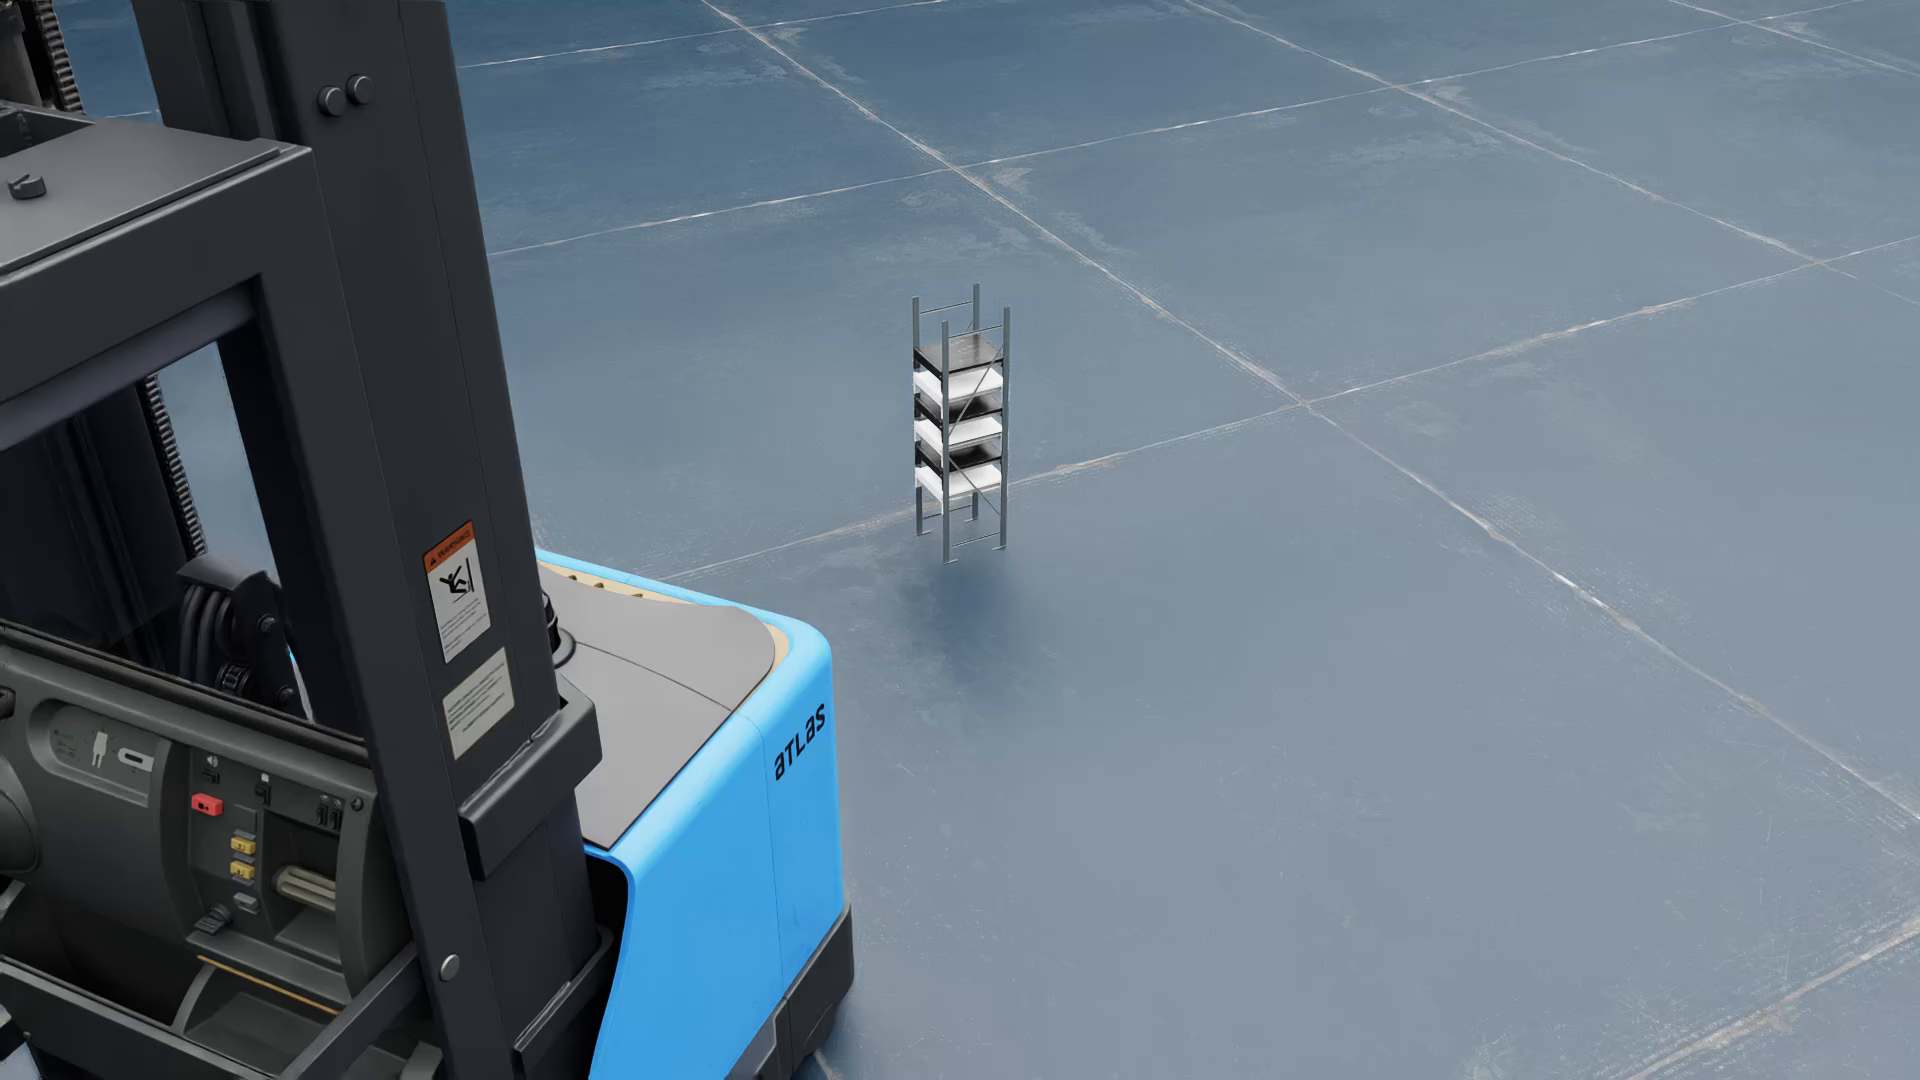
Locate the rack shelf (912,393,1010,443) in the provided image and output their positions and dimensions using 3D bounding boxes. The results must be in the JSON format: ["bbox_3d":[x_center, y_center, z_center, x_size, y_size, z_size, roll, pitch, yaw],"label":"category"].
[{"bbox_3d":[0.004,-0.423,5.471,0.258,0.077,0.200,-16,36,-23],"label":"rack shelf"}]

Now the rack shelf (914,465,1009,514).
[{"bbox_3d":[0.004,-0.195,5.616,0.258,0.077,0.200,-16,36,-23],"label":"rack shelf"}]

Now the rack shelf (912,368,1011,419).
[{"bbox_3d":[0.004,-0.499,5.422,0.258,0.077,0.200,-16,36,-23],"label":"rack shelf"}]

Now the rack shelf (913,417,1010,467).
[{"bbox_3d":[0.004,-0.347,5.519,0.258,0.077,0.200,-16,36,-23],"label":"rack shelf"}]

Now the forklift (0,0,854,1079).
[{"bbox_3d":[-1.320,0.469,2.301,1.130,2.935,3.031,14,35,20],"label":"forklift"}]

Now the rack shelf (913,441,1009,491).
[{"bbox_3d":[0.004,-0.271,5.568,0.258,0.077,0.200,-16,36,-23],"label":"rack shelf"}]

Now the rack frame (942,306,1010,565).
[{"bbox_3d":[0.051,-0.327,5.425,0.240,0.900,0.006,-16,36,-23],"label":"rack frame"}]

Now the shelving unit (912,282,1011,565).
[{"bbox_3d":[0.004,-0.375,5.501,0.258,0.900,0.210,-16,36,-23],"label":"shelving unit"}]

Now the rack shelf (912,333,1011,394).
[{"bbox_3d":[0.004,-0.574,5.374,0.258,0.077,0.200,-16,36,-23],"label":"rack shelf"}]

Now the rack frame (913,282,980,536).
[{"bbox_3d":[-0.044,-0.424,5.577,0.240,0.900,0.006,-16,36,-23],"label":"rack frame"}]
